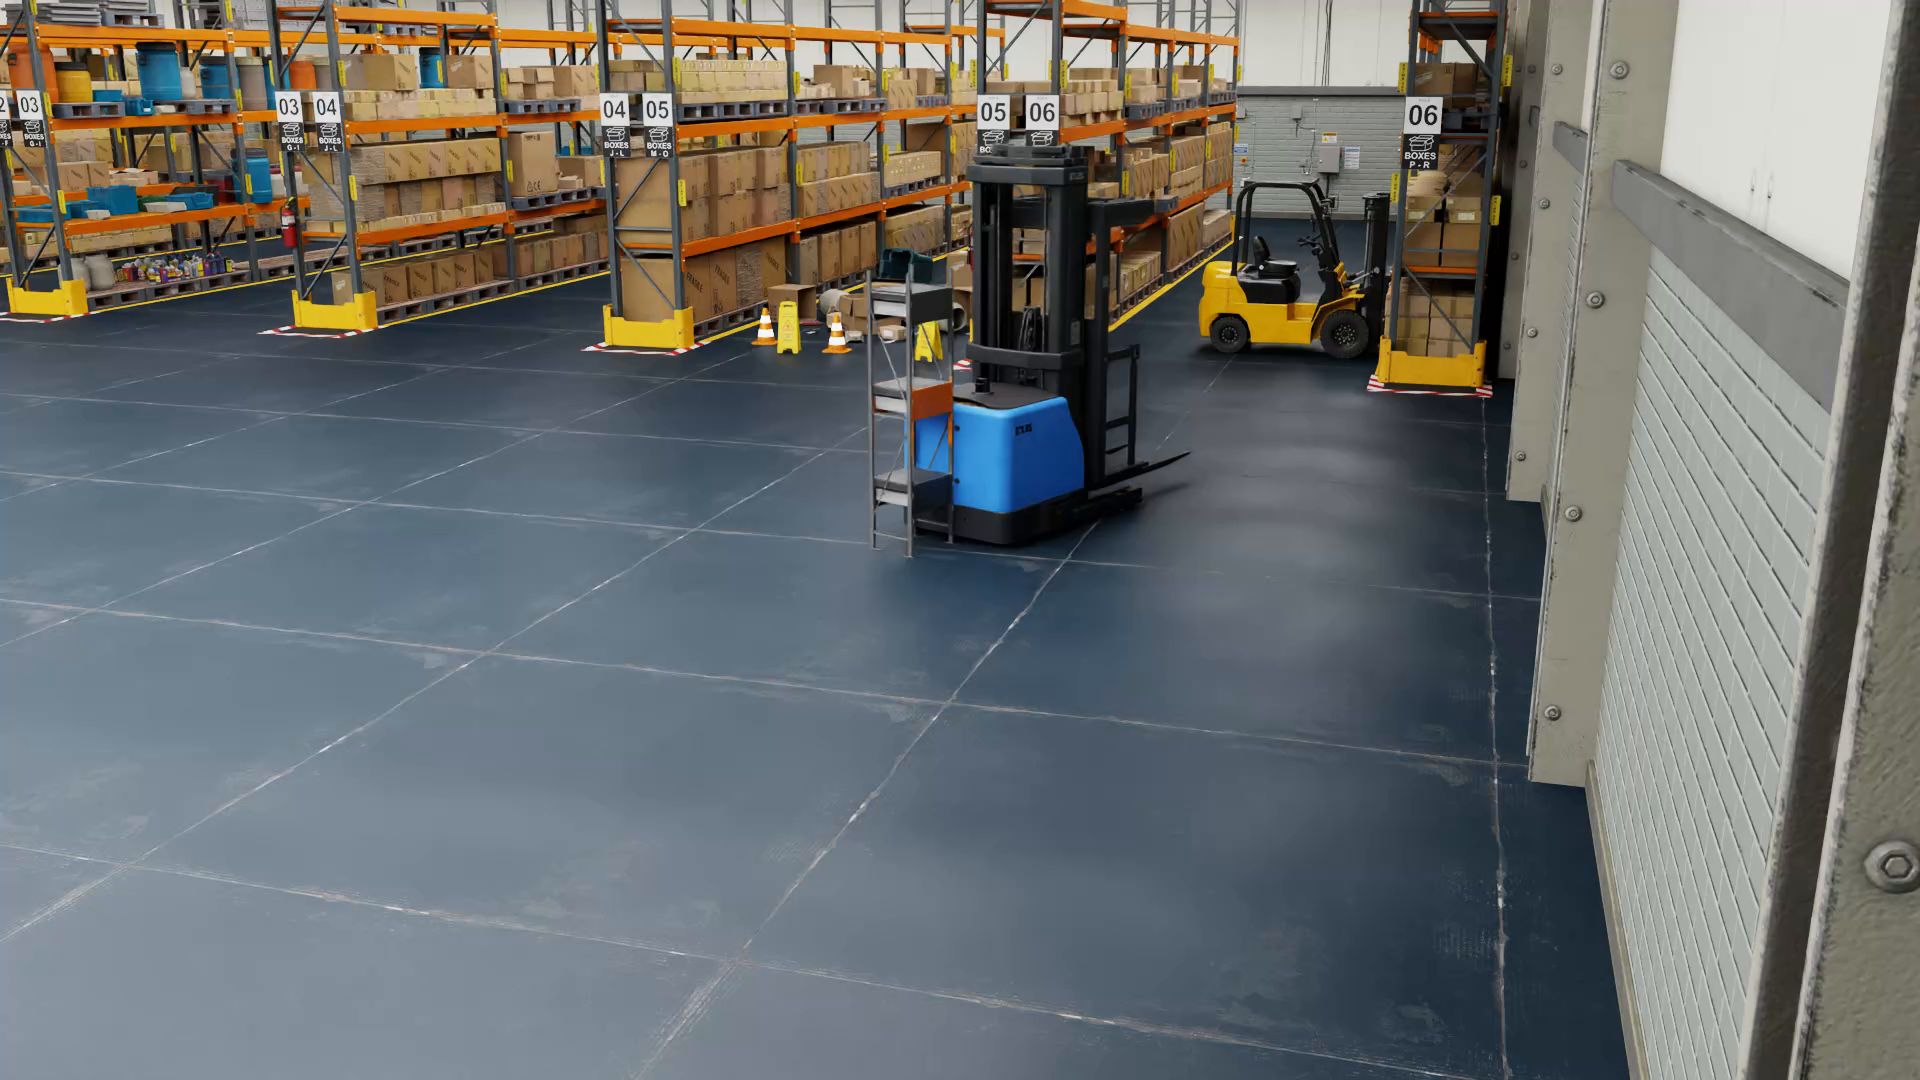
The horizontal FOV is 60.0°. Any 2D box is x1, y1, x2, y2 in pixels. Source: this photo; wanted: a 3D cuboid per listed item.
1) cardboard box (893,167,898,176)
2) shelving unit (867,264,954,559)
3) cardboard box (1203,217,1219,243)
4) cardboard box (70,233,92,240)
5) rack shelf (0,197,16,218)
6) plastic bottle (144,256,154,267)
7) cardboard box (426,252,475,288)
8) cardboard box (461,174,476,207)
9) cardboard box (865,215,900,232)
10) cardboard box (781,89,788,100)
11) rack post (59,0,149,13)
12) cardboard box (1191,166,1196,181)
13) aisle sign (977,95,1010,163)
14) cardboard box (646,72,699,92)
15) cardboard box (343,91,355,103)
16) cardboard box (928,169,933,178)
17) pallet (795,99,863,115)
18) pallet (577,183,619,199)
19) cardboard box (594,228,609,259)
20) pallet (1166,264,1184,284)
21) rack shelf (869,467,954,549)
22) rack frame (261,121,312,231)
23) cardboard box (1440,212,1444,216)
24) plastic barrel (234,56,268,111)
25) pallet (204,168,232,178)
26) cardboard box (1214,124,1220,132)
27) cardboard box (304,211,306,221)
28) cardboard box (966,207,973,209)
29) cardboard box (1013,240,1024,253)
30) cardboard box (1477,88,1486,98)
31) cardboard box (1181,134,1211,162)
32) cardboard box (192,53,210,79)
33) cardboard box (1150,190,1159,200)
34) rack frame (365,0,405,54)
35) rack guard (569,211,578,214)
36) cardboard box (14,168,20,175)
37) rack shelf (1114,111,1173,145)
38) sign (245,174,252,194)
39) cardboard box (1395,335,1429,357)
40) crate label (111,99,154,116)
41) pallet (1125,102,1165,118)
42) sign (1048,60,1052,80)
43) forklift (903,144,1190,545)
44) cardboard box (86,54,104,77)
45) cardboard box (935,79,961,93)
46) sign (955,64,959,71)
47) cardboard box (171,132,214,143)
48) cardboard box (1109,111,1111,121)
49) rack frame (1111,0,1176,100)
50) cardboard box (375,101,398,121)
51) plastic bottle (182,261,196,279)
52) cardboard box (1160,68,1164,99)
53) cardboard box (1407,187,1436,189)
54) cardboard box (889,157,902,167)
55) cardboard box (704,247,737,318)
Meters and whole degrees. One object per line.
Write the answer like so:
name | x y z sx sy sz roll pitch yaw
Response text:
cardboard box | -1.328 -6.591 29.714 0.380 0.149 0.250 4 16 14
shelving unit | -0.362 -0.955 12.347 0.431 2.100 0.503 12 20 36
cardboard box | 4.641 -6.163 32.987 0.875 0.438 0.875 4 16 14
cardboard box | -16.516 -5.752 30.853 0.500 0.311 0.500 4 16 14
rack shelf | -17.734 -5.379 27.614 1.077 0.370 4.000 5 16 16
plastic bottle | -13.219 -4.461 27.107 0.144 0.351 0.185 4 16 15
cardboard box | -7.976 -4.226 26.044 0.500 0.500 0.500 11 19 33
cardboard box | -8.032 -5.429 25.745 0.875 0.500 0.500 5 16 16
cardboard box | -1.377 -5.636 29.640 0.500 0.250 0.500 4 16 13
cardboard box | -2.739 -6.520 24.330 0.380 0.149 0.250 5 16 16
rack post | -13.034 -8.176 25.301 0.937 0.300 0.954 4 16 15
cardboard box | 3.938 -6.570 29.855 0.500 0.250 0.500 5 17 17
aisle sign | 0.400 -4.921 19.917 0.394 0.787 0.004 5 16 16
cardboard box | -3.696 -5.892 21.385 0.500 0.250 0.500 5 16 16
cardboard box | -8.506 -6.049 22.707 0.380 0.149 0.250 5 16 15
cardboard box | -0.738 -6.990 31.666 0.380 0.149 0.250 5 16 16
pallet | -2.252 -7.001 26.865 1.003 0.211 1.213 5 17 18
pallet | -6.632 -6.238 29.678 1.213 0.211 1.003 5 16 16
cardboard box | -6.703 -5.358 29.996 0.700 0.500 0.500 4 16 13
pallet | 3.266 -4.616 28.716 1.003 0.211 1.213 5 16 16
rack shelf | -0.362 -0.268 12.542 0.431 0.518 0.480 12 20 36
rack frame | -14.892 -8.341 36.740 1.000 3.000 0.127 5 16 16
cardboard box | 5.646 -3.746 20.357 0.500 0.500 0.500 4 16 15
plastic barrel | -12.295 -7.868 28.657 0.600 0.901 0.600 0 16 0
pallet | -15.481 -7.711 34.871 1.003 0.211 1.213 5 16 16
cardboard box | 4.895 -8.104 32.700 0.380 0.149 0.250 5 16 16
cardboard box | -14.565 -7.352 37.375 0.500 0.311 0.500 5 16 16
cardboard box | 0.348 -6.964 35.250 0.380 0.149 0.250 4 16 14
cardboard box | 0.597 -3.658 20.688 0.380 0.149 0.250 5 17 18
cardboard box | 7.470 -6.507 24.252 0.380 0.166 0.250 5 16 16
cardboard box | 4.474 -7.438 31.541 0.500 0.500 0.500 5 17 16
cardboard box | -15.609 -9.647 33.832 0.500 0.500 0.500 5 16 16
cardboard box | 2.922 -5.451 26.240 0.380 0.149 0.250 5 17 17
rack frame | -13.755 -12.274 39.611 1.000 3.000 0.127 5 16 16
rack guard | -9.013 -7.807 39.438 1.175 0.500 0.348 5 16 16
cardboard box | -20.274 -7.838 35.391 0.380 0.149 0.250 4 16 15
rack shelf | 2.401 -6.331 25.473 1.077 0.370 4.000 5 16 16
sign | -11.893 -5.951 27.805 0.100 0.325 0.005 5 16 16
cardboard box | 5.287 -2.307 19.734 0.500 0.250 0.500 5 17 16
crate label | -12.706 -6.652 25.561 0.502 0.251 0.408 5 16 16
pallet | 2.402 -6.488 25.054 1.213 0.211 1.003 5 16 16
sign | 1.299 -6.634 23.554 0.100 0.325 0.005 5 16 16
forklift | 0.857 -1.711 13.491 1.130 2.935 3.031 12 20 36
cardboard box | -19.668 -10.907 38.237 0.500 0.500 0.500 4 16 15
cardboard box | -0.302 -8.880 32.500 0.500 0.250 0.500 5 17 18
sign | -0.052 -10.113 35.888 0.100 0.325 0.005 5 16 16
cardboard box | -18.837 -9.590 40.592 0.980 0.700 0.700 4 16 15
cardboard box | 1.879 -5.867 22.981 0.380 0.149 0.250 5 17 17
rack frame | 2.969 -8.643 26.810 1.000 3.000 0.127 5 16 16
cardboard box | -8.280 -6.045 23.422 0.500 0.250 0.500 4 16 15
plastic bottle | -12.521 -4.397 27.018 0.152 0.276 0.135 5 17 17
cardboard box | 3.069 -7.724 28.114 0.700 0.500 0.500 4 16 13
cardboard box | 5.622 -4.235 20.346 0.380 0.149 0.250 5 17 17
cardboard box | -1.265 -6.791 29.876 0.380 0.149 0.250 4 16 14
cardboard box | -3.701 -3.614 23.198 0.875 0.875 0.875 4 16 15
